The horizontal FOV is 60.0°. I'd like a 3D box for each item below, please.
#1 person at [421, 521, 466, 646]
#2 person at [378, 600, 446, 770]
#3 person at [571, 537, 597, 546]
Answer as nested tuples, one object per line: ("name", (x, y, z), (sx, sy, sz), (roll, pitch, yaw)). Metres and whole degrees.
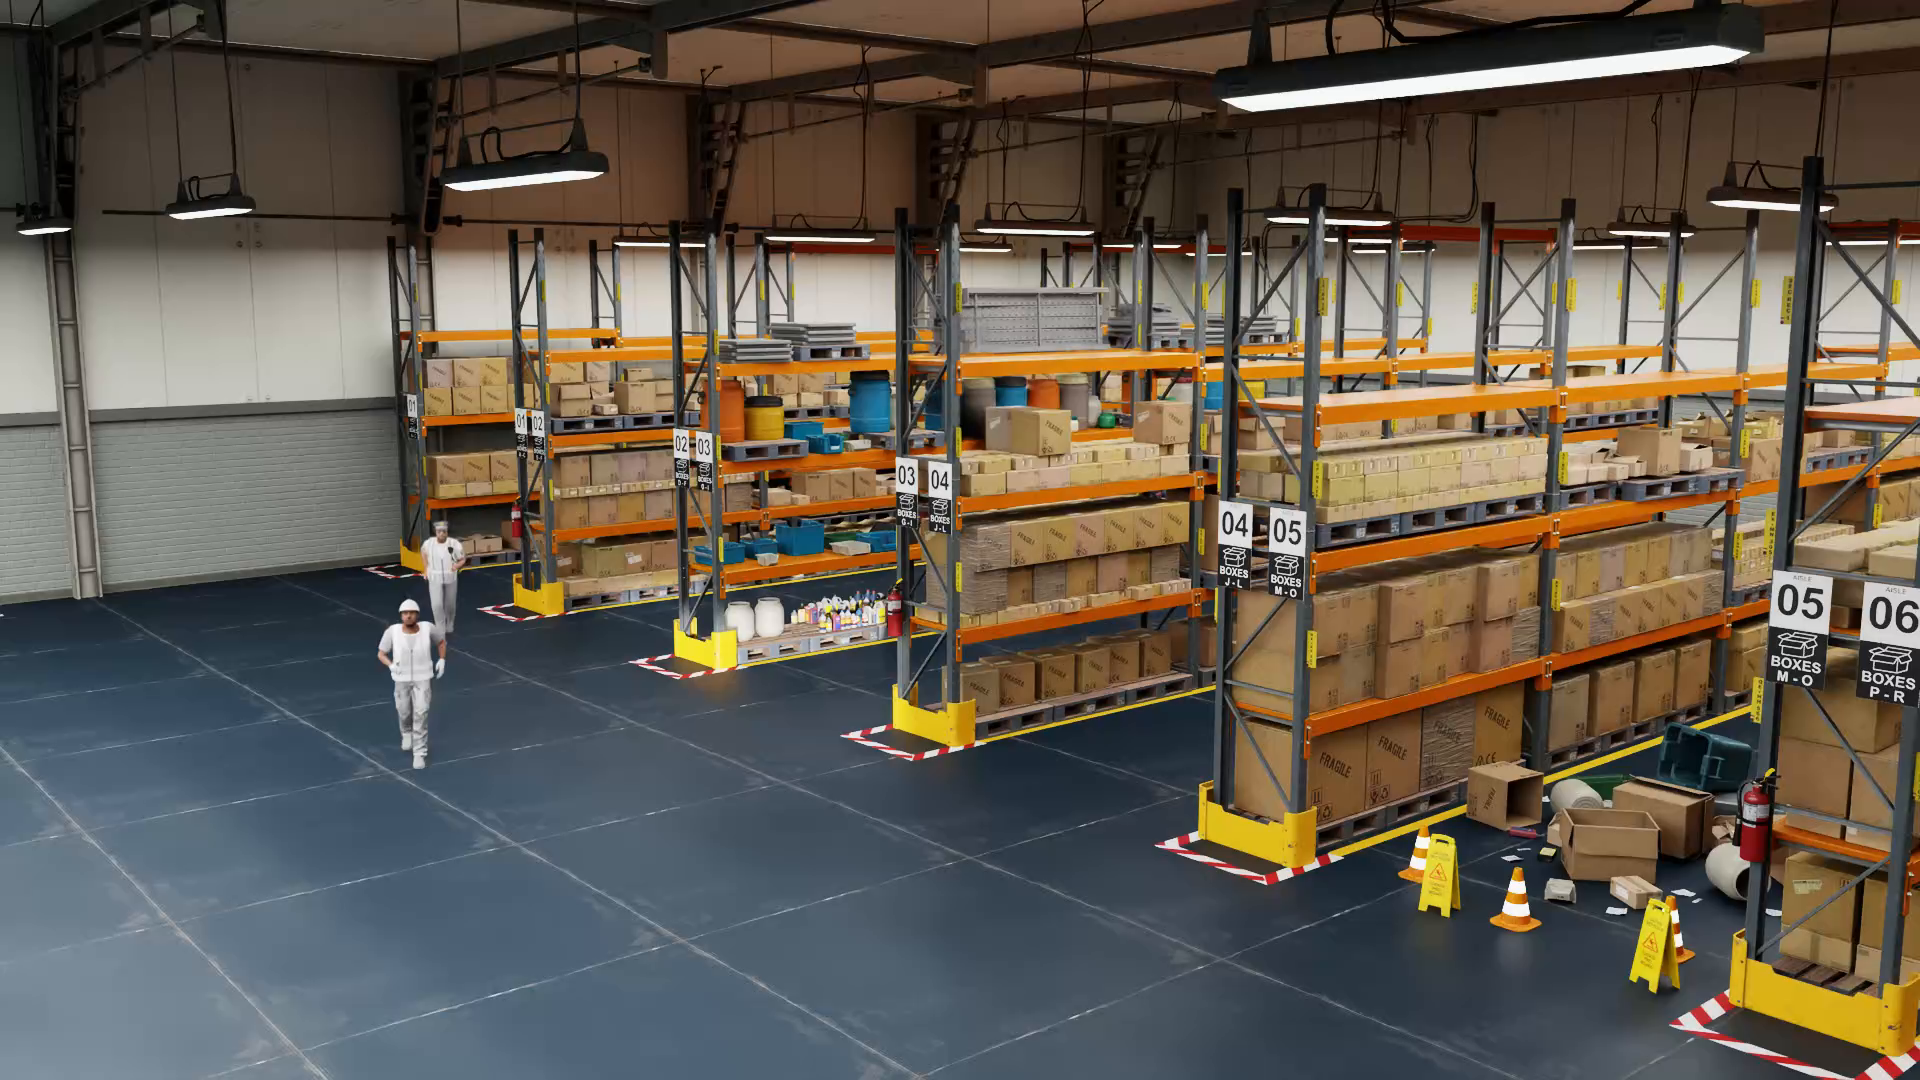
("person", (-7.518, 0.583, 24.237), (0.613, 1.789, 0.986), (-3, 9, -19))
("person", (-5.942, 1.522, 18.077), (0.707, 1.794, 0.863), (-3, 9, -16))
("person", (-6.487, -0.166, 28.772), (1.066, 1.770, 0.703), (-7, 11, -38))
